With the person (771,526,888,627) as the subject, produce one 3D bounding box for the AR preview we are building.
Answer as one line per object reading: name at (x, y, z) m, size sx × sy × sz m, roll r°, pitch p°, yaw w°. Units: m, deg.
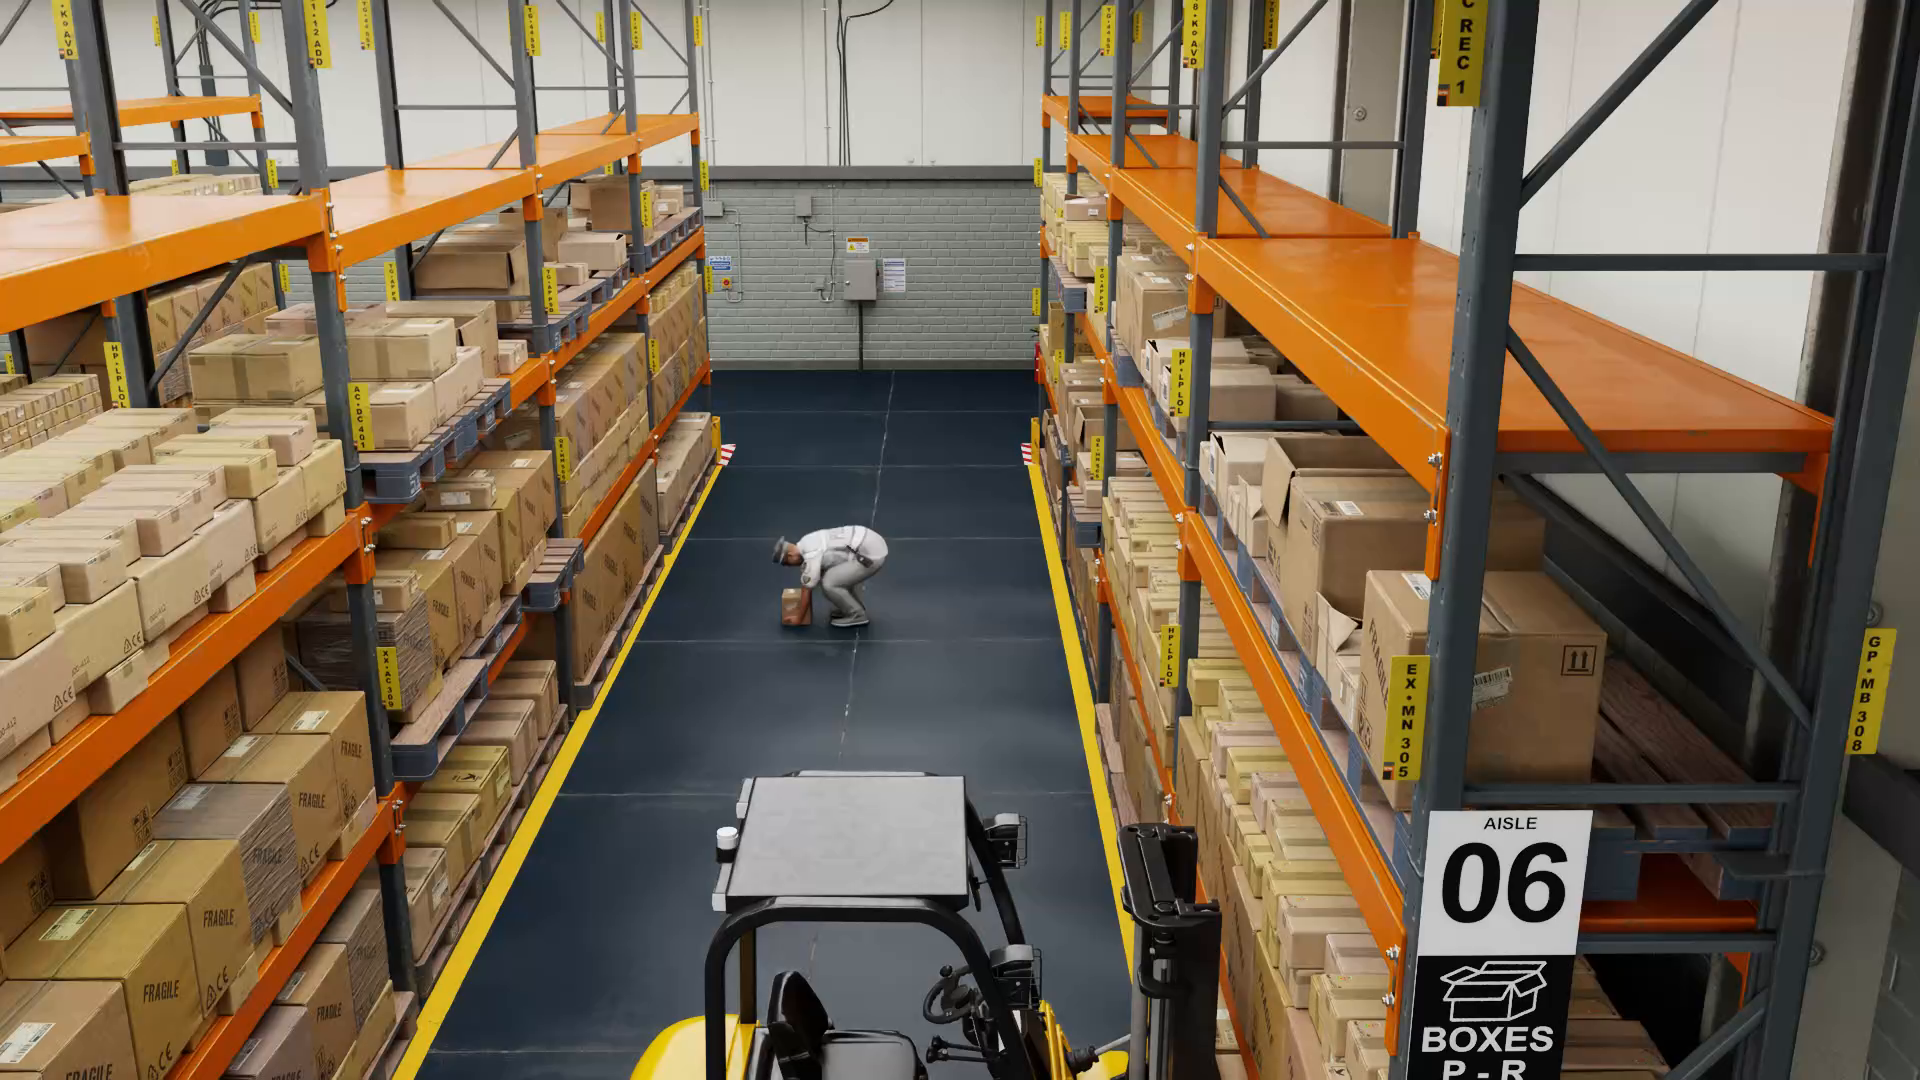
person at (-1.146, 0.320, 14.650) m, size 1.032 × 0.865 × 0.530 m, roll -1°, pitch 17°, yaw -3°
